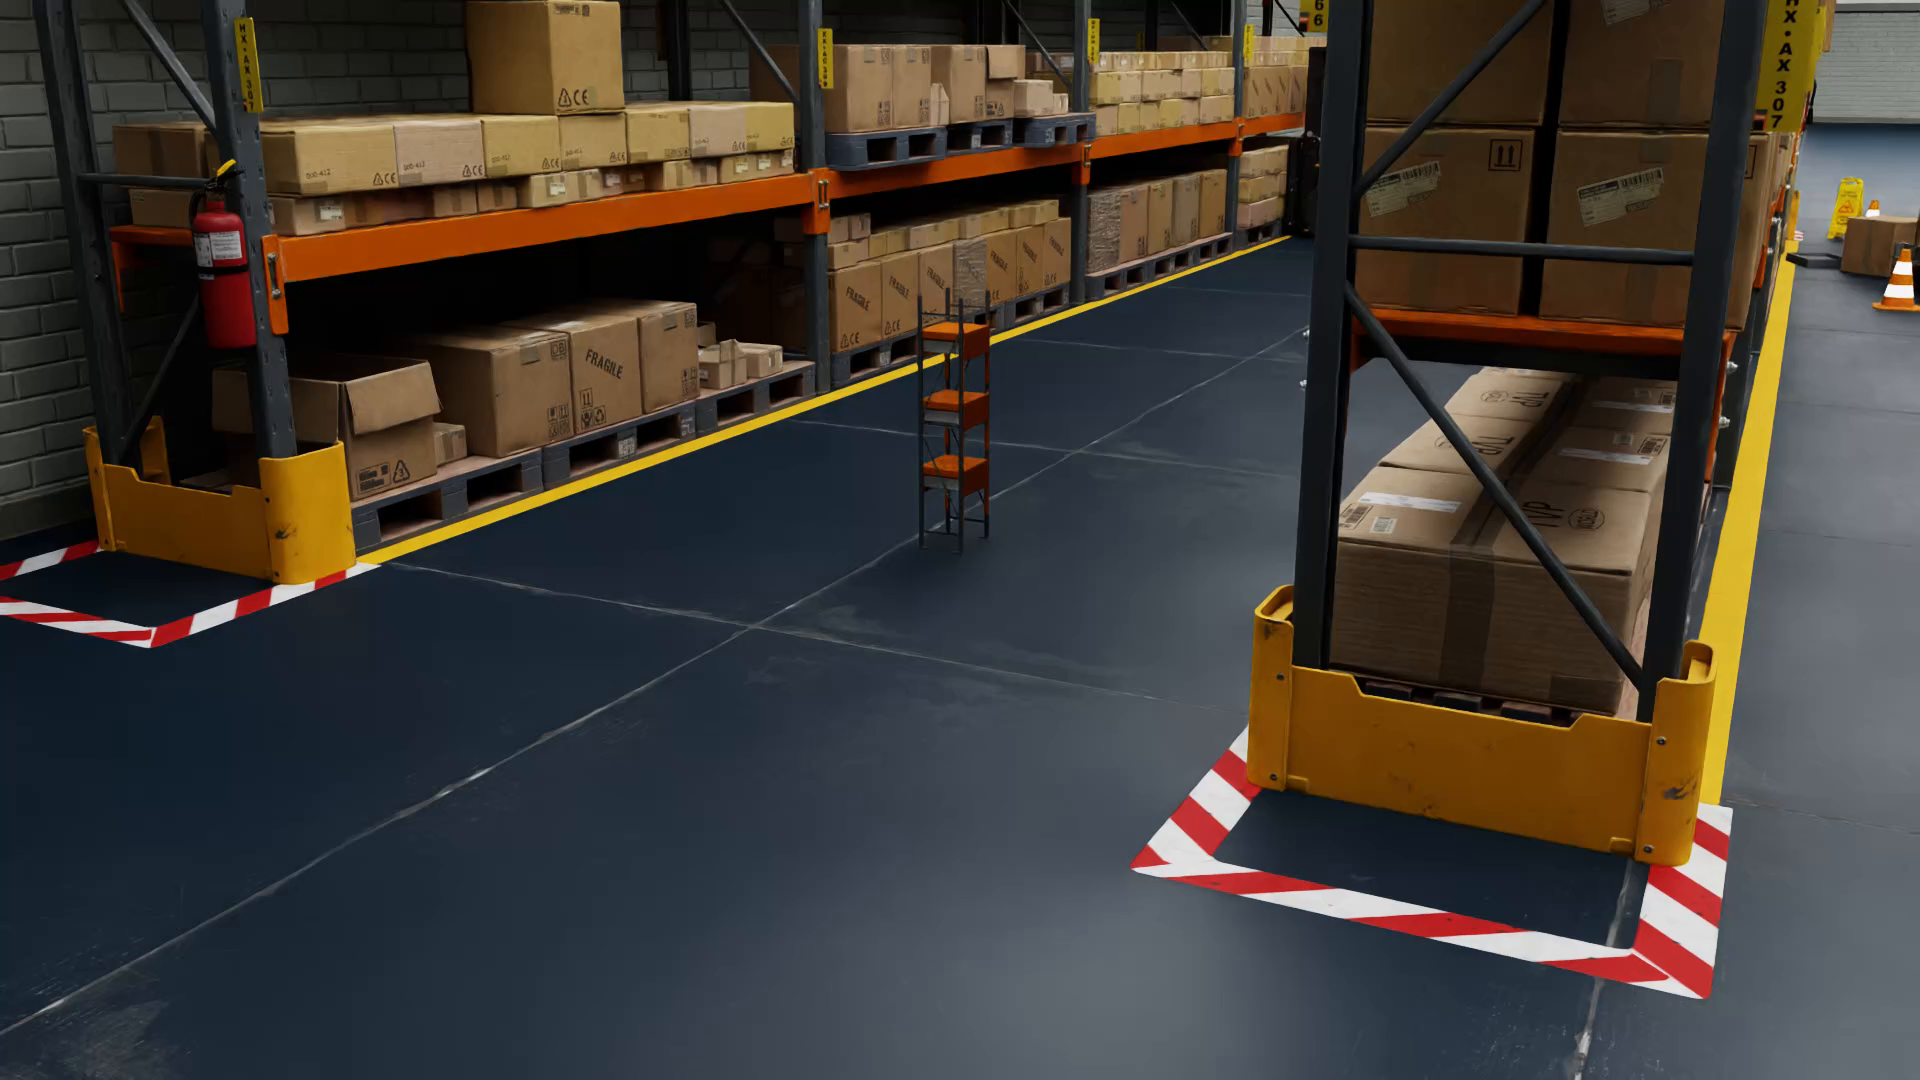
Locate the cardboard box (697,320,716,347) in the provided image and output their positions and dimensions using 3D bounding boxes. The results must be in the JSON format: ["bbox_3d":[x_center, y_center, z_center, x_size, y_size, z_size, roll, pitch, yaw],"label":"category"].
[{"bbox_3d":[-1.759,-1.148,9.607,0.500,0.311,0.500,9,19,27],"label":"cardboard box"}]

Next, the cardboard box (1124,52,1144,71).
[{"bbox_3d":[1.342,-4.068,14.139,0.380,0.149,0.250,8,18,26],"label":"cardboard box"}]

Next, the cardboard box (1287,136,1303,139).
[{"bbox_3d":[4.183,-4.636,19.701,0.500,0.250,0.500,9,19,27],"label":"cardboard box"}]

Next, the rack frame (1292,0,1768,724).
[{"bbox_3d":[1.403,-0.725,4.196,1.000,3.000,0.127,8,18,25],"label":"rack frame"}]

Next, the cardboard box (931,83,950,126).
[{"bbox_3d":[-0.288,-2.816,10.736,0.396,0.266,0.258,9,19,28],"label":"cardboard box"}]

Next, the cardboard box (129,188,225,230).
[{"bbox_3d":[-3.132,-1.353,6.754,0.380,0.149,0.250,8,18,25],"label":"cardboard box"}]

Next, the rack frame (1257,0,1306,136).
[{"bbox_3d":[4.110,-5.431,20.040,1.000,3.000,0.127,8,18,25],"label":"rack frame"}]

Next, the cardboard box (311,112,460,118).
[{"bbox_3d":[-2.614,-1.834,7.671,0.500,0.250,0.500,9,19,27],"label":"cardboard box"}]

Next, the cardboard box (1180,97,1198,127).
[{"bbox_3d":[1.862,-3.927,15.241,0.500,0.250,0.500,8,18,26],"label":"cardboard box"}]

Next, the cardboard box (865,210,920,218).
[{"bbox_3d":[-0.507,-2.278,11.938,0.380,0.149,0.250,8,18,26],"label":"cardboard box"}]

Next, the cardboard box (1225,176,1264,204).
[{"bbox_3d":[2.815,-3.619,17.153,0.500,0.250,0.500,8,18,25],"label":"cardboard box"}]

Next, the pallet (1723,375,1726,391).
[{"bbox_3d":[4.011,-0.925,9.768,1.003,0.211,1.213,8,18,25],"label":"pallet"}]

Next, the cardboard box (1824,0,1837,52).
[{"bbox_3d":[8.151,-5.041,16.275,0.700,0.500,0.500,8,18,25],"label":"cardboard box"}]

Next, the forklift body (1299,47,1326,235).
[{"bbox_3d":[4.895,-4.309,17.754,2.313,2.155,1.214,8,18,25],"label":"forklift body"}]

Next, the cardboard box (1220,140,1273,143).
[{"bbox_3d":[3.273,-4.441,19.044,0.500,0.250,0.500,8,18,25],"label":"cardboard box"}]

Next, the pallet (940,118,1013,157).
[{"bbox_3d":[-0.330,-2.805,11.537,1.003,0.211,1.213,8,18,25],"label":"pallet"}]

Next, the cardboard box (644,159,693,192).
[{"bbox_3d":[-1.591,-1.870,8.493,0.380,0.149,0.250,8,18,25],"label":"cardboard box"}]

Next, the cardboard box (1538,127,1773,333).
[{"bbox_3d":[1.874,-0.858,4.471,0.500,0.500,0.500,8,18,25],"label":"cardboard box"}]

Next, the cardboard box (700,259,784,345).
[{"bbox_3d":[-1.297,-1.540,10.593,0.500,0.500,0.500,8,18,25],"label":"cardboard box"}]

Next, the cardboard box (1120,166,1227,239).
[{"bbox_3d":[2.099,-3.341,16.436,0.875,0.625,0.625,9,19,28],"label":"cardboard box"}]

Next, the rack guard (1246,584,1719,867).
[{"bbox_3d":[1.392,0.480,4.531,1.175,0.500,0.348,8,18,25],"label":"rack guard"}]

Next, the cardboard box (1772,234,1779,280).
[{"bbox_3d":[5.905,-2.228,13.136,0.950,0.372,0.625,9,19,27],"label":"cardboard box"}]

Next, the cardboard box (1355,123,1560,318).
[{"bbox_3d":[1.382,-0.929,4.709,0.500,0.500,0.500,8,18,26],"label":"cardboard box"}]

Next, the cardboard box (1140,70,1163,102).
[{"bbox_3d":[1.427,-3.901,14.276,0.500,0.250,0.500,8,18,24],"label":"cardboard box"}]

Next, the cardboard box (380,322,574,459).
[{"bbox_3d":[-2.265,-0.715,7.816,0.700,0.500,0.500,9,19,28],"label":"cardboard box"}]

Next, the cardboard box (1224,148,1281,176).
[{"bbox_3d":[3.057,-3.987,17.514,0.500,0.250,0.500,8,18,25],"label":"cardboard box"}]

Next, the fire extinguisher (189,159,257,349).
[{"bbox_3d":[-2.692,-1.043,6.059,0.296,0.674,0.183,8,18,25],"label":"fire extinguisher"}]

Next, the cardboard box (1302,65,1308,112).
[{"bbox_3d":[3.656,-5.058,18.611,0.500,0.500,0.500,8,18,24],"label":"cardboard box"}]

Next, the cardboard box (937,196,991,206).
[{"bbox_3d":[0.023,-2.614,13.070,0.380,0.149,0.250,9,19,28],"label":"cardboard box"}]

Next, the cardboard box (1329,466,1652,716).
[{"bbox_3d":[1.608,0.121,5.110,0.875,0.438,0.875,7,18,24],"label":"cardboard box"}]

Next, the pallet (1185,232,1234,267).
[{"bbox_3d":[2.028,-2.883,16.359,1.003,0.211,1.213,8,18,25],"label":"pallet"}]

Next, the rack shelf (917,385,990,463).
[{"bbox_3d":[-0.024,-0.479,6.832,0.215,0.259,0.240,8,18,25],"label":"rack shelf"}]

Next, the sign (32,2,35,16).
[{"bbox_3d":[-3.527,-2.138,6.364,0.100,0.325,0.005,8,18,25],"label":"sign"}]

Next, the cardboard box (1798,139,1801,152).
[{"bbox_3d":[8.324,-4.015,16.908,0.380,0.149,0.250,9,19,27],"label":"cardboard box"}]

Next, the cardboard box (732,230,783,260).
[{"bbox_3d":[-1.233,-1.886,10.620,0.380,0.149,0.250,8,18,25],"label":"cardboard box"}]

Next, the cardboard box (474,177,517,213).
[{"bbox_3d":[-2.207,-1.551,7.418,0.380,0.149,0.250,8,19,26],"label":"cardboard box"}]

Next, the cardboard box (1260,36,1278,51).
[{"bbox_3d":[3.079,-5.154,17.270,0.380,0.149,0.250,9,19,27],"label":"cardboard box"}]

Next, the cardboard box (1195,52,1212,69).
[{"bbox_3d":[2.114,-4.448,15.417,0.380,0.149,0.250,7,18,24],"label":"cardboard box"}]

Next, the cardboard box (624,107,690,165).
[{"bbox_3d":[-1.707,-2.029,8.329,0.500,0.250,0.500,8,18,25],"label":"cardboard box"}]

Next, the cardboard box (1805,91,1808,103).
[{"bbox_3d":[8.328,-4.690,16.850,0.500,0.500,0.500,8,18,25],"label":"cardboard box"}]

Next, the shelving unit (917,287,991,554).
[{"bbox_3d":[-0.024,-0.490,6.829,0.215,1.050,0.252,8,18,25],"label":"shelving unit"}]

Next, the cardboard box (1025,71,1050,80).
[{"bbox_3d":[0.487,-3.711,13.634,0.500,0.250,0.500,9,19,27],"label":"cardboard box"}]

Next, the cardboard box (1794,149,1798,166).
[{"bbox_3d":[7.380,-3.475,15.091,0.380,0.149,0.250,8,18,26],"label":"cardboard box"}]

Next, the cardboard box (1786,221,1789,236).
[{"bbox_3d":[7.964,-3.178,16.549,0.500,0.250,0.500,7,18,23],"label":"cardboard box"}]

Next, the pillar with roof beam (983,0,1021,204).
[{"bbox_3d":[4.163,-6.168,11.986,9.100,9.000,0.400,8,18,25],"label":"pillar with roof beam"}]

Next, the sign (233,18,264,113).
[{"bbox_3d":[-2.554,-1.701,5.963,0.100,0.325,0.005,8,18,25],"label":"sign"}]

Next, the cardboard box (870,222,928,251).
[{"bbox_3d":[-0.439,-2.023,11.082,0.380,0.149,0.250,8,18,25],"label":"cardboard box"}]

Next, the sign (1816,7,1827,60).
[{"bbox_3d":[5.475,-3.248,10.657,0.100,0.325,0.005,8,18,25],"label":"sign"}]

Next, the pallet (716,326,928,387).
[{"bbox_3d":[-0.922,-1.249,10.860,1.003,0.211,1.213,8,18,25],"label":"pallet"}]

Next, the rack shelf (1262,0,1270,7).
[{"bbox_3d":[3.216,-6.014,18.001,1.077,0.370,4.000,8,18,25],"label":"rack shelf"}]

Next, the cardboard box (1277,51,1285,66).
[{"bbox_3d":[3.201,-5.075,17.526,0.380,0.149,0.250,8,18,25],"label":"cardboard box"}]

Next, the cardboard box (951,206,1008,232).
[{"bbox_3d":[0.131,-2.353,12.190,0.380,0.149,0.250,9,19,27],"label":"cardboard box"}]

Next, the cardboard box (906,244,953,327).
[{"bbox_3d":[-0.379,-1.735,11.251,0.500,0.500,0.500,8,18,24],"label":"cardboard box"}]

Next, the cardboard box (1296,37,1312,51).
[{"bbox_3d":[3.658,-5.476,18.357,0.380,0.149,0.250,8,19,26],"label":"cardboard box"}]

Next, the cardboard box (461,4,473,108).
[{"bbox_3d":[-2.156,-2.459,8.458,0.500,0.500,0.500,8,18,24],"label":"cardboard box"}]

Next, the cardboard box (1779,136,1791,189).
[{"bbox_3d":[4.096,-2.011,8.789,0.500,0.250,0.500,8,18,25],"label":"cardboard box"}]

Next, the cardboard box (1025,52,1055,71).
[{"bbox_3d":[0.687,-4.000,13.907,0.380,0.149,0.250,8,18,25],"label":"cardboard box"}]

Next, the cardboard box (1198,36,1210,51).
[{"bbox_3d":[2.344,-5.092,17.062,0.380,0.149,0.250,8,18,24],"label":"cardboard box"}]

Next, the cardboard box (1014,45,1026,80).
[{"bbox_3d":[0.165,-3.531,12.731,0.500,0.500,0.500,9,19,28],"label":"cardboard box"}]
